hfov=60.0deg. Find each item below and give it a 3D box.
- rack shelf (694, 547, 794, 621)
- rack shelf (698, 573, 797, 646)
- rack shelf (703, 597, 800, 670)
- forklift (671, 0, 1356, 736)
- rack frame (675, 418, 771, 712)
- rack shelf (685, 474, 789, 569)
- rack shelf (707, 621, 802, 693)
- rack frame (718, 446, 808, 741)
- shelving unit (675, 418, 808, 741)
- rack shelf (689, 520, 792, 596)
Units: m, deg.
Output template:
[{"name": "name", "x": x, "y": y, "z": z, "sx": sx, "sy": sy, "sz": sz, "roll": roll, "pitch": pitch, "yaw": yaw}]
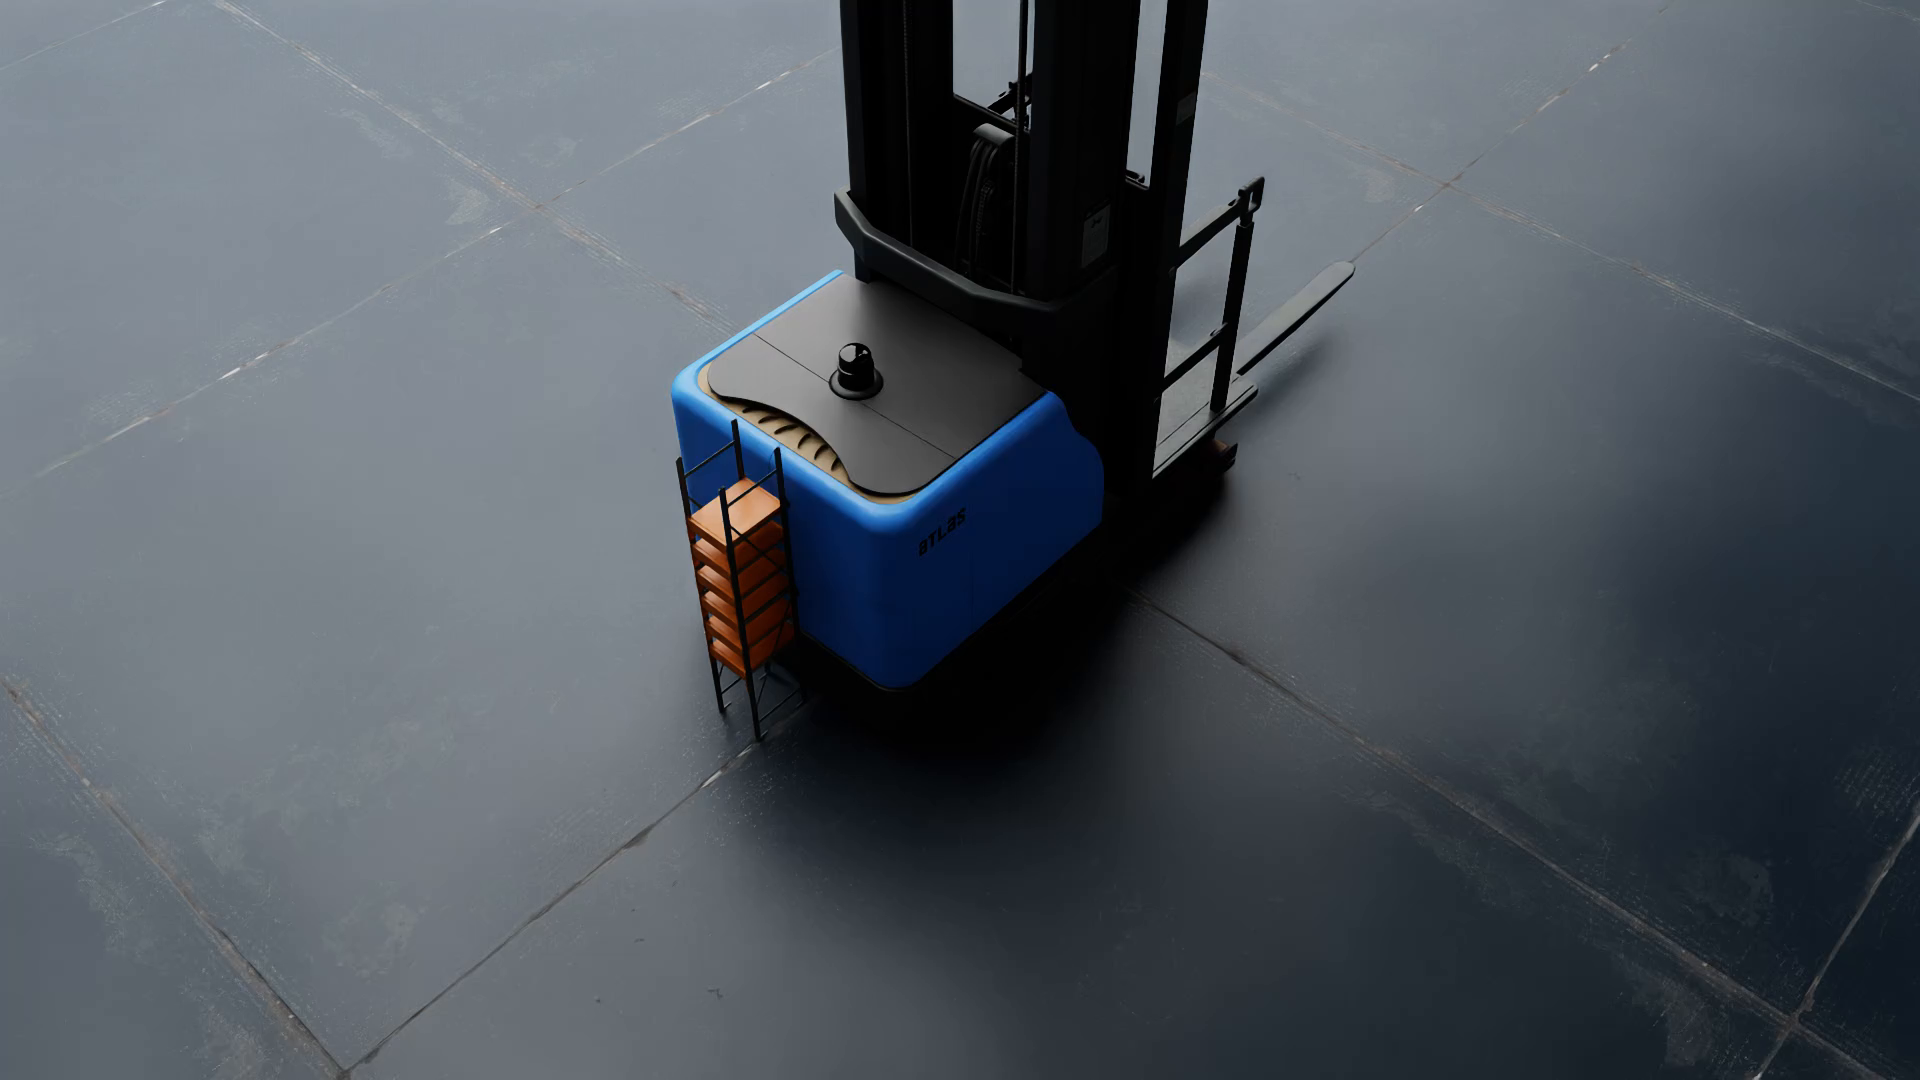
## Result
[{"name": "rack shelf", "x": -0.676, "y": 0.107, "z": 5.223, "sx": 0.180, "sy": 0.103, "sz": 0.258, "roll": 33, "pitch": 55, "yaw": 27}, {"name": "rack shelf", "x": -0.676, "y": 0.189, "z": 5.311, "sx": 0.180, "sy": 0.103, "sz": 0.258, "roll": 33, "pitch": 55, "yaw": 27}, {"name": "rack shelf", "x": -0.676, "y": 0.271, "z": 5.398, "sx": 0.180, "sy": 0.103, "sz": 0.258, "roll": 33, "pitch": 55, "yaw": 27}, {"name": "forklift", "x": 0.419, "y": -1.346, "z": 5.504, "sx": 1.130, "sy": 2.935, "sz": 3.031, "roll": 33, "pitch": 55, "yaw": 27}, {"name": "rack frame", "x": -0.744, "y": 0.114, "z": 5.320, "sx": 0.006, "sy": 1.200, "sz": 0.240, "roll": 33, "pitch": 55, "yaw": 27}, {"name": "rack shelf", "x": -0.676, "y": -0.058, "z": 5.048, "sx": 0.180, "sy": 0.103, "sz": 0.258, "roll": 33, "pitch": 55, "yaw": 27}, {"name": "rack shelf", "x": -0.676, "y": 0.353, "z": 5.486, "sx": 0.180, "sy": 0.103, "sz": 0.258, "roll": 33, "pitch": 55, "yaw": 27}, {"name": "rack frame", "x": -0.607, "y": 0.203, "z": 5.237, "sx": 0.006, "sy": 1.200, "sz": 0.240, "roll": 33, "pitch": 55, "yaw": 27}, {"name": "shelving unit", "x": -0.676, "y": 0.158, "z": 5.278, "sx": 0.189, "sy": 1.200, "sz": 0.258, "roll": 33, "pitch": 55, "yaw": 27}, {"name": "rack shelf", "x": -0.676, "y": 0.024, "z": 5.136, "sx": 0.180, "sy": 0.103, "sz": 0.258, "roll": 33, "pitch": 55, "yaw": 27}]
